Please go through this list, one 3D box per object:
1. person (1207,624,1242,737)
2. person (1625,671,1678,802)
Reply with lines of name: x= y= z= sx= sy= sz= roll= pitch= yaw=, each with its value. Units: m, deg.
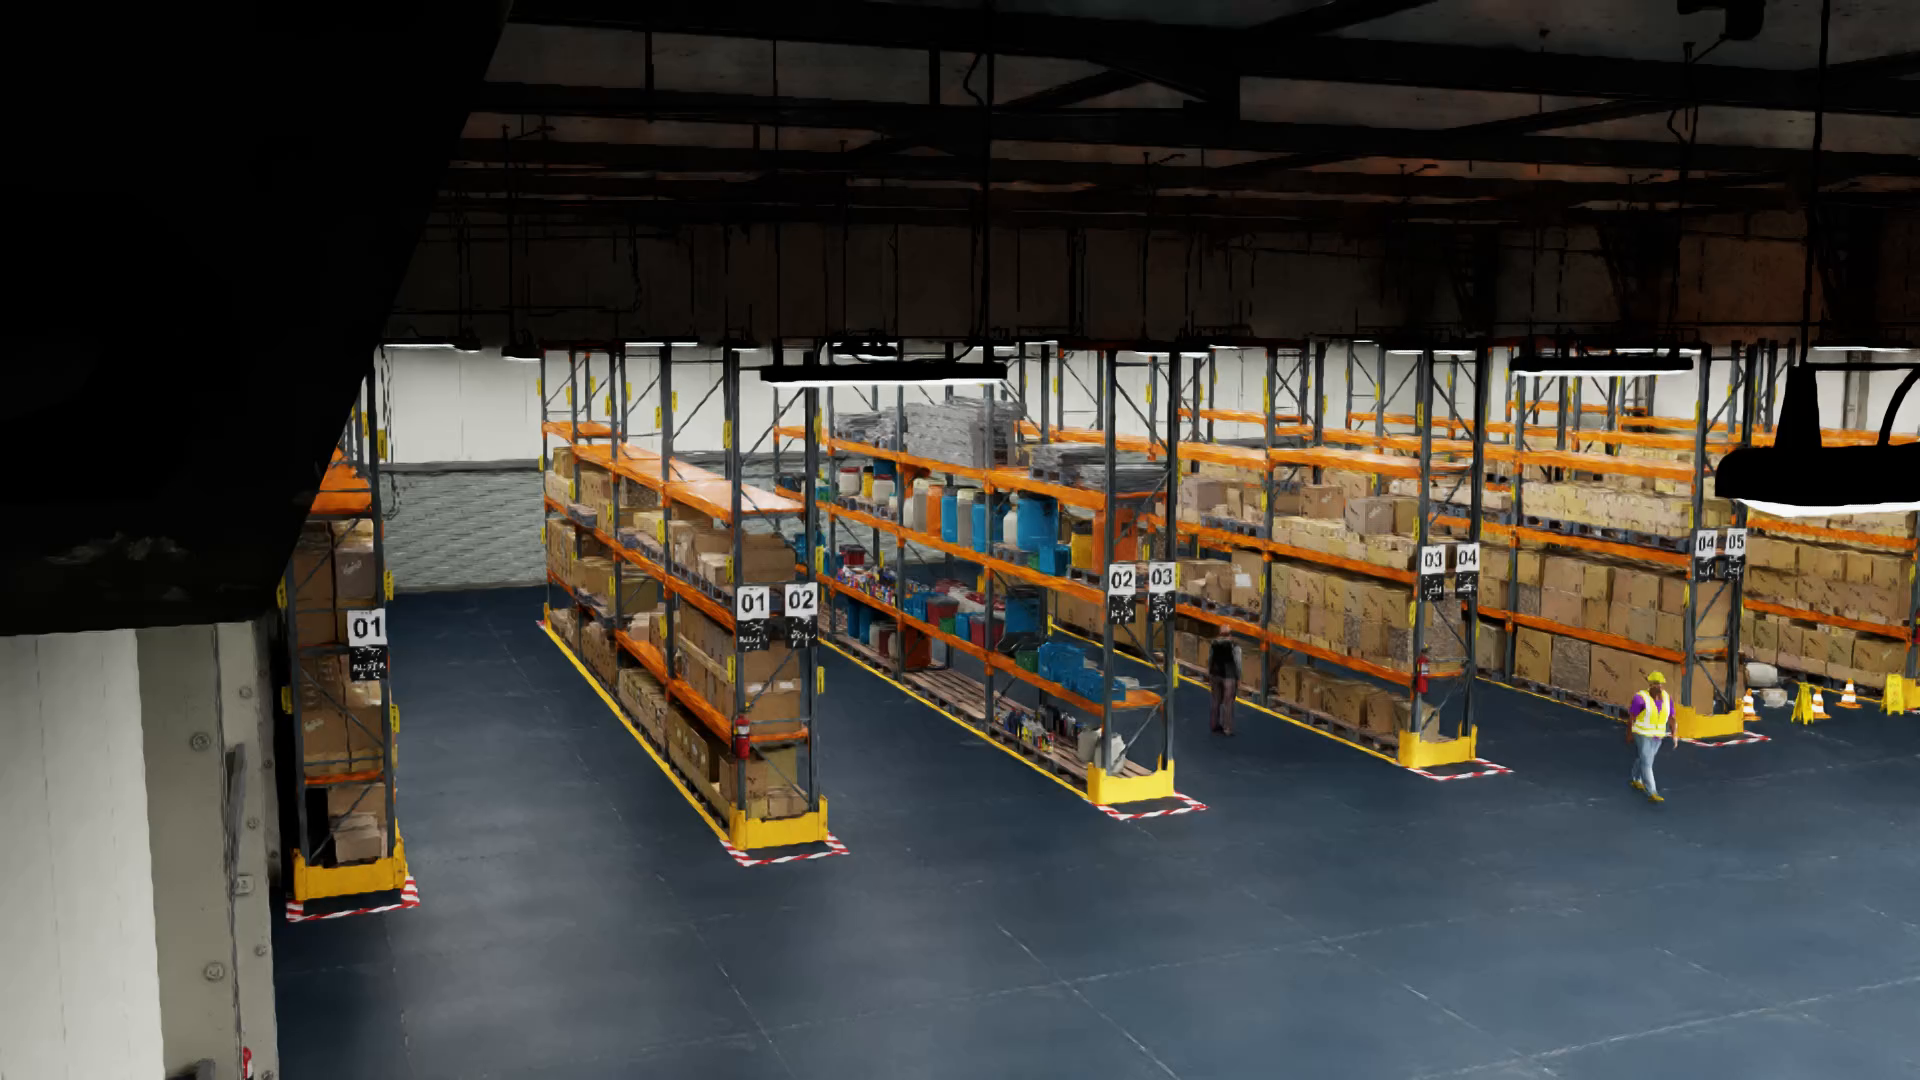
person: x=4.097 y=2.138 z=25.618 sx=0.586 sy=1.730 sz=0.448 roll=6 pitch=9 yaw=38
person: x=9.266 y=2.592 z=22.238 sx=0.571 sy=1.706 sz=1.042 roll=-2 pitch=8 yaw=-12
